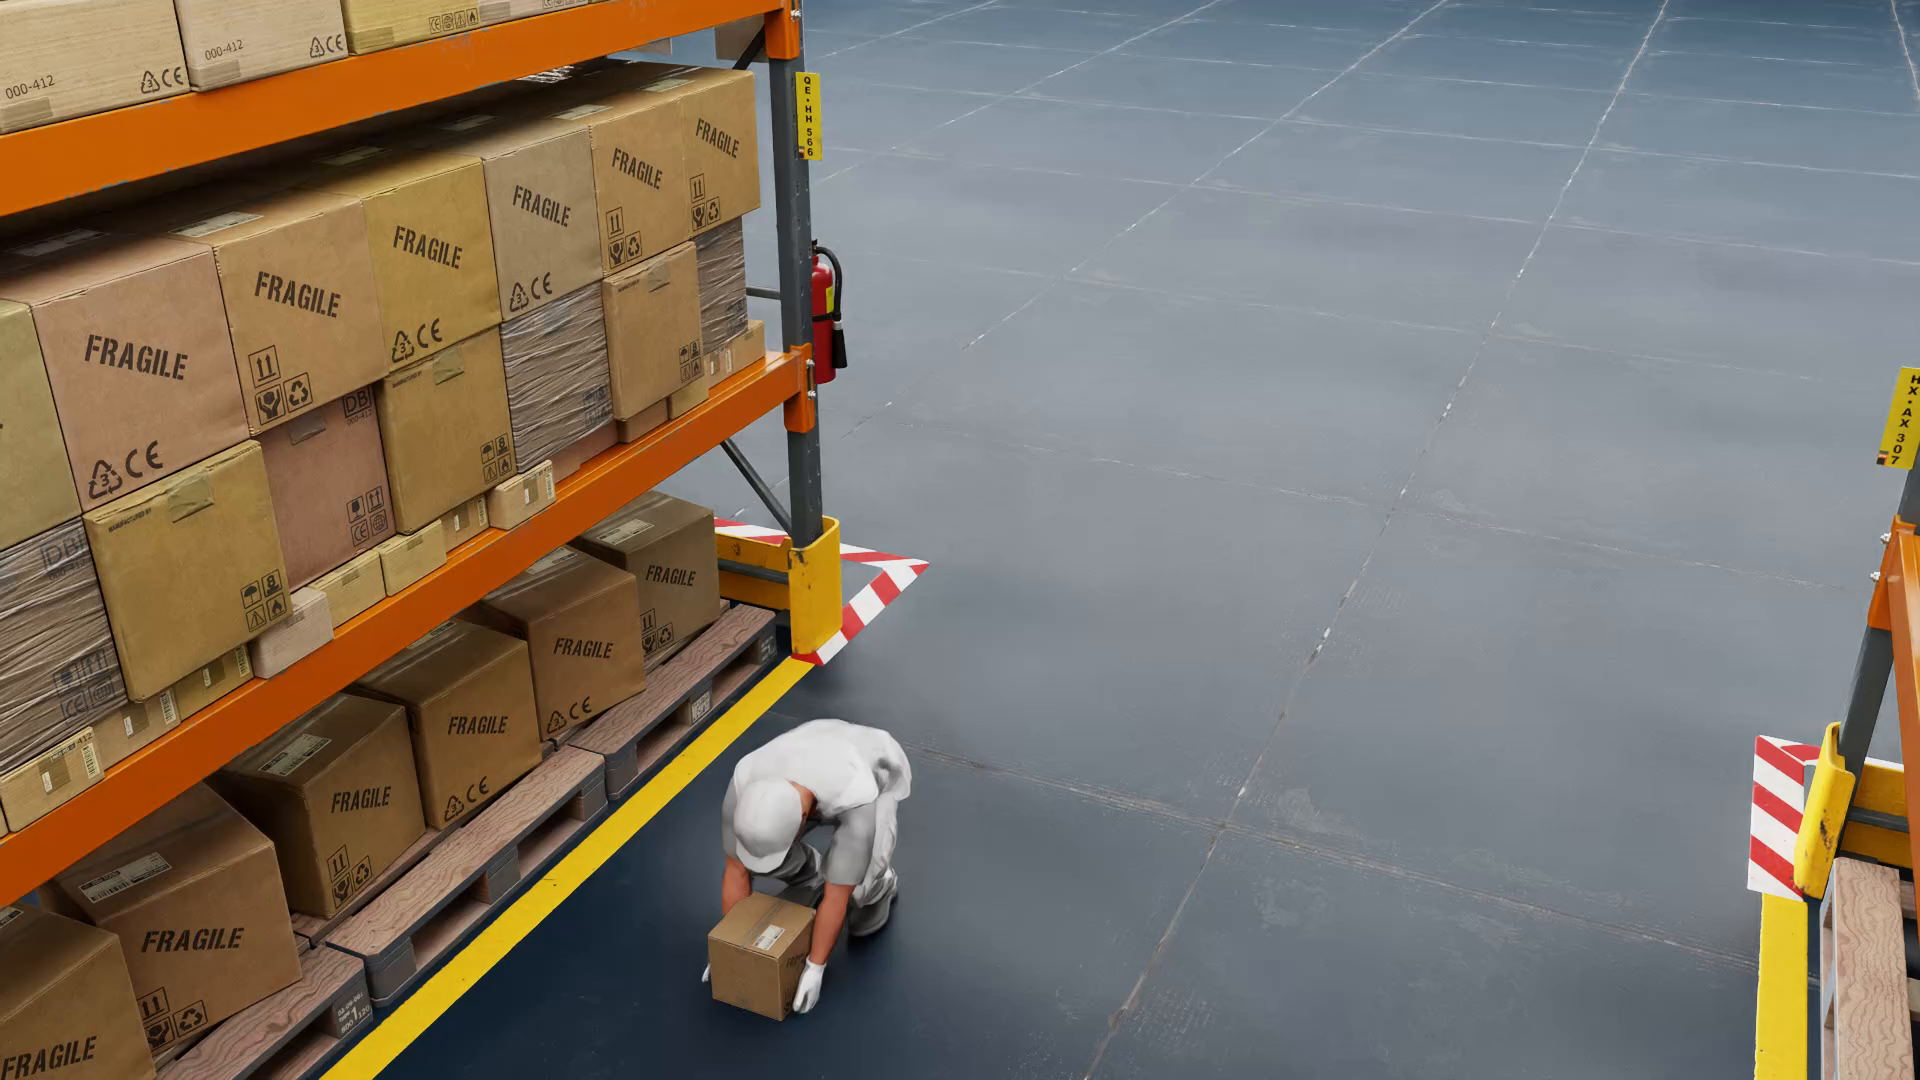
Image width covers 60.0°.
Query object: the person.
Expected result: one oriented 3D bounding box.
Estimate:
[{"bbox_3d":[-0.465,0.957,5.316,0.542,0.875,0.909,11,28,22],"label":"person"}]
